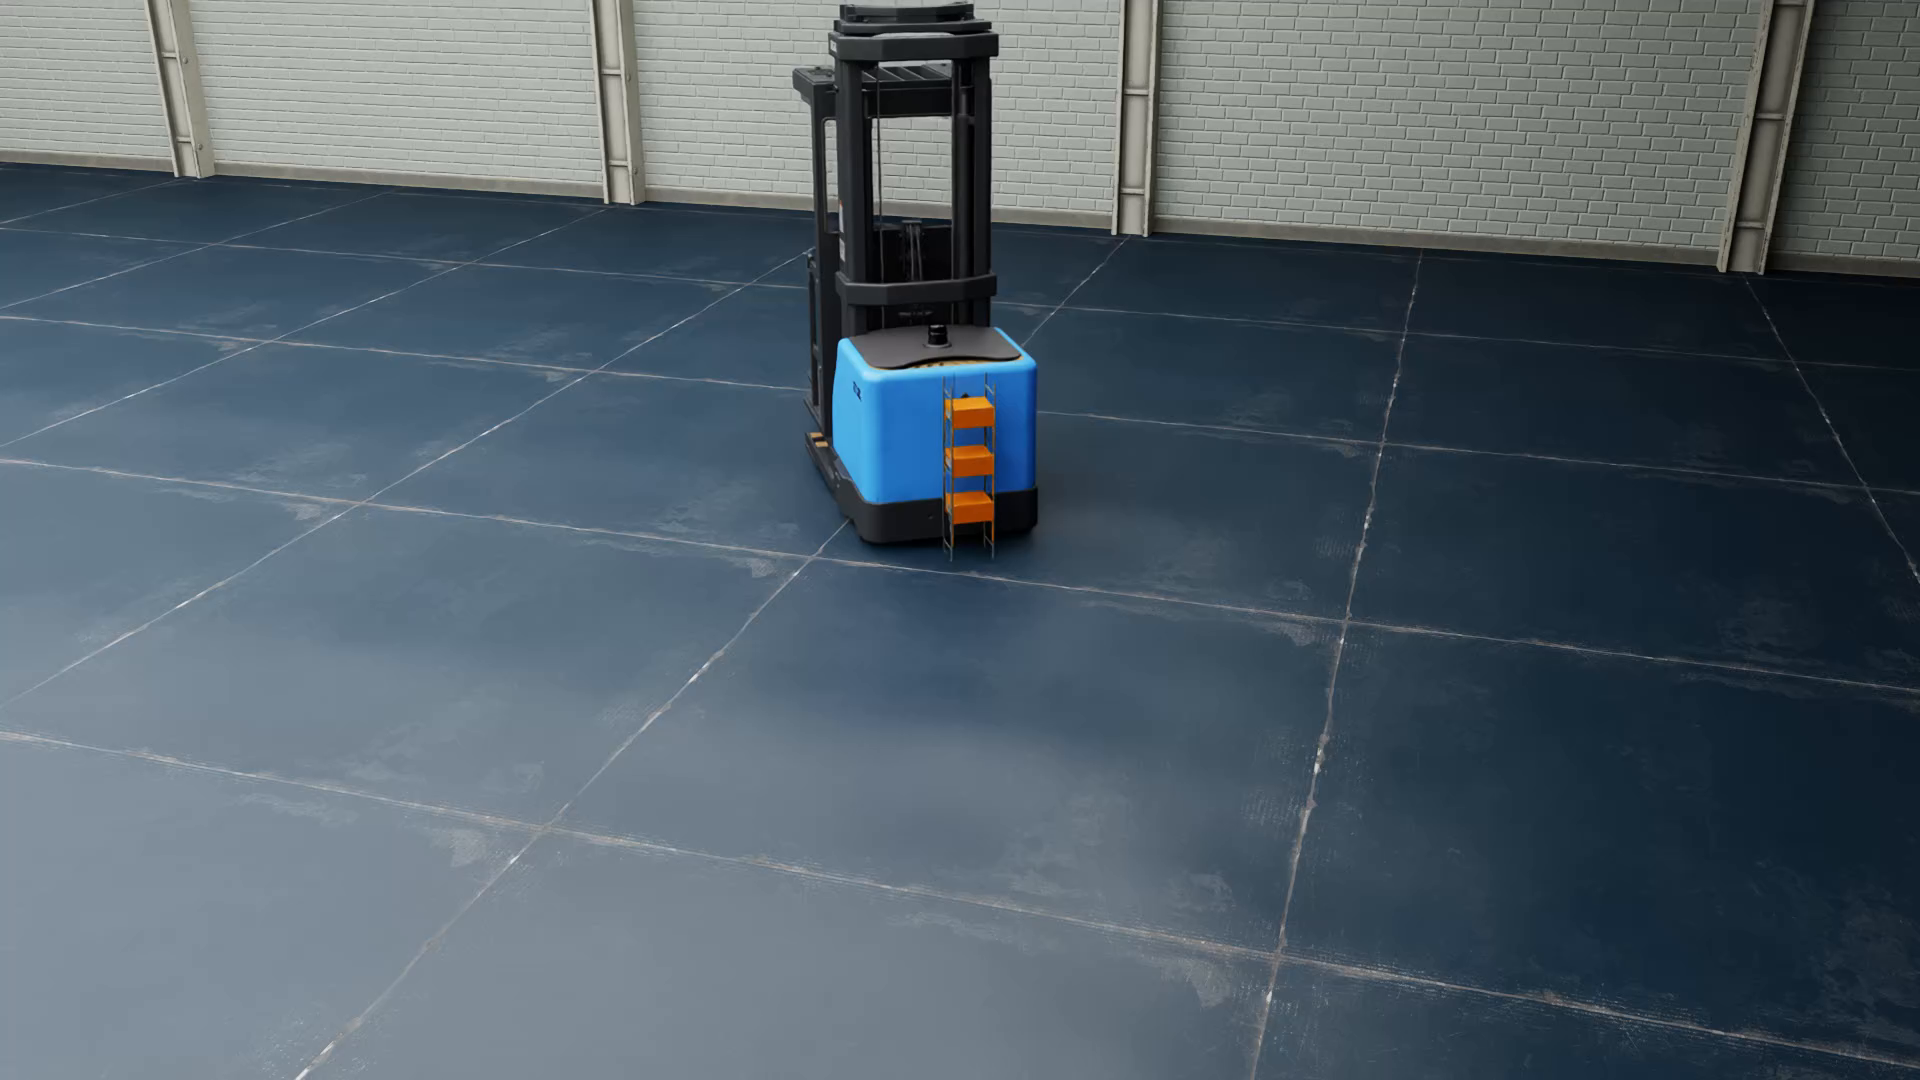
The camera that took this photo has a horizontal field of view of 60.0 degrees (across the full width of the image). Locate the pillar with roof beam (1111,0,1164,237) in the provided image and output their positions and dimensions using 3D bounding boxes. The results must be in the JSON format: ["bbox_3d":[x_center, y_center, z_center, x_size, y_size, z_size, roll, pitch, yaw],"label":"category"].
[{"bbox_3d":[0.601,-5.886,12.262,0.400,9.000,9.100,7,23,16],"label":"pillar with roof beam"}]

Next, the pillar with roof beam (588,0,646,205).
[{"bbox_3d":[-5.143,-6.544,13.866,0.400,9.000,9.100,7,23,16],"label":"pillar with roof beam"}]

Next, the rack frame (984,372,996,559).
[{"bbox_3d":[0.167,-0.414,9.396,0.008,1.050,0.200,-6,23,-14],"label":"rack frame"}]

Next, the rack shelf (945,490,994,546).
[{"bbox_3d":[0.049,-0.136,9.477,0.240,0.259,0.215,-6,23,-14],"label":"rack shelf"}]

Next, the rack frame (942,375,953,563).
[{"bbox_3d":[-0.069,-0.391,9.339,0.008,1.050,0.200,-6,23,-14],"label":"rack frame"}]

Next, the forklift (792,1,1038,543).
[{"bbox_3d":[-0.410,-1.870,10.466,1.130,2.935,3.031,-6,23,-14],"label":"forklift"}]

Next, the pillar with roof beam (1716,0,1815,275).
[{"bbox_3d":[6.346,-5.228,10.659,0.400,9.000,9.100,7,23,16],"label":"pillar with roof beam"}]

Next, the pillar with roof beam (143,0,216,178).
[{"bbox_3d":[-10.887,-7.202,15.469,0.400,9.000,9.100,7,23,16],"label":"pillar with roof beam"}]

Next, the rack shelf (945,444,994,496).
[{"bbox_3d":[0.049,-0.393,9.371,0.240,0.259,0.215,-6,23,-14],"label":"rack shelf"}]

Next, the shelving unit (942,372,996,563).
[{"bbox_3d":[0.049,-0.402,9.367,0.252,1.050,0.215,-6,23,-14],"label":"shelving unit"}]

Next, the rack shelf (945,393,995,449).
[{"bbox_3d":[0.049,-0.655,9.263,0.240,0.259,0.215,-6,23,-14],"label":"rack shelf"}]
